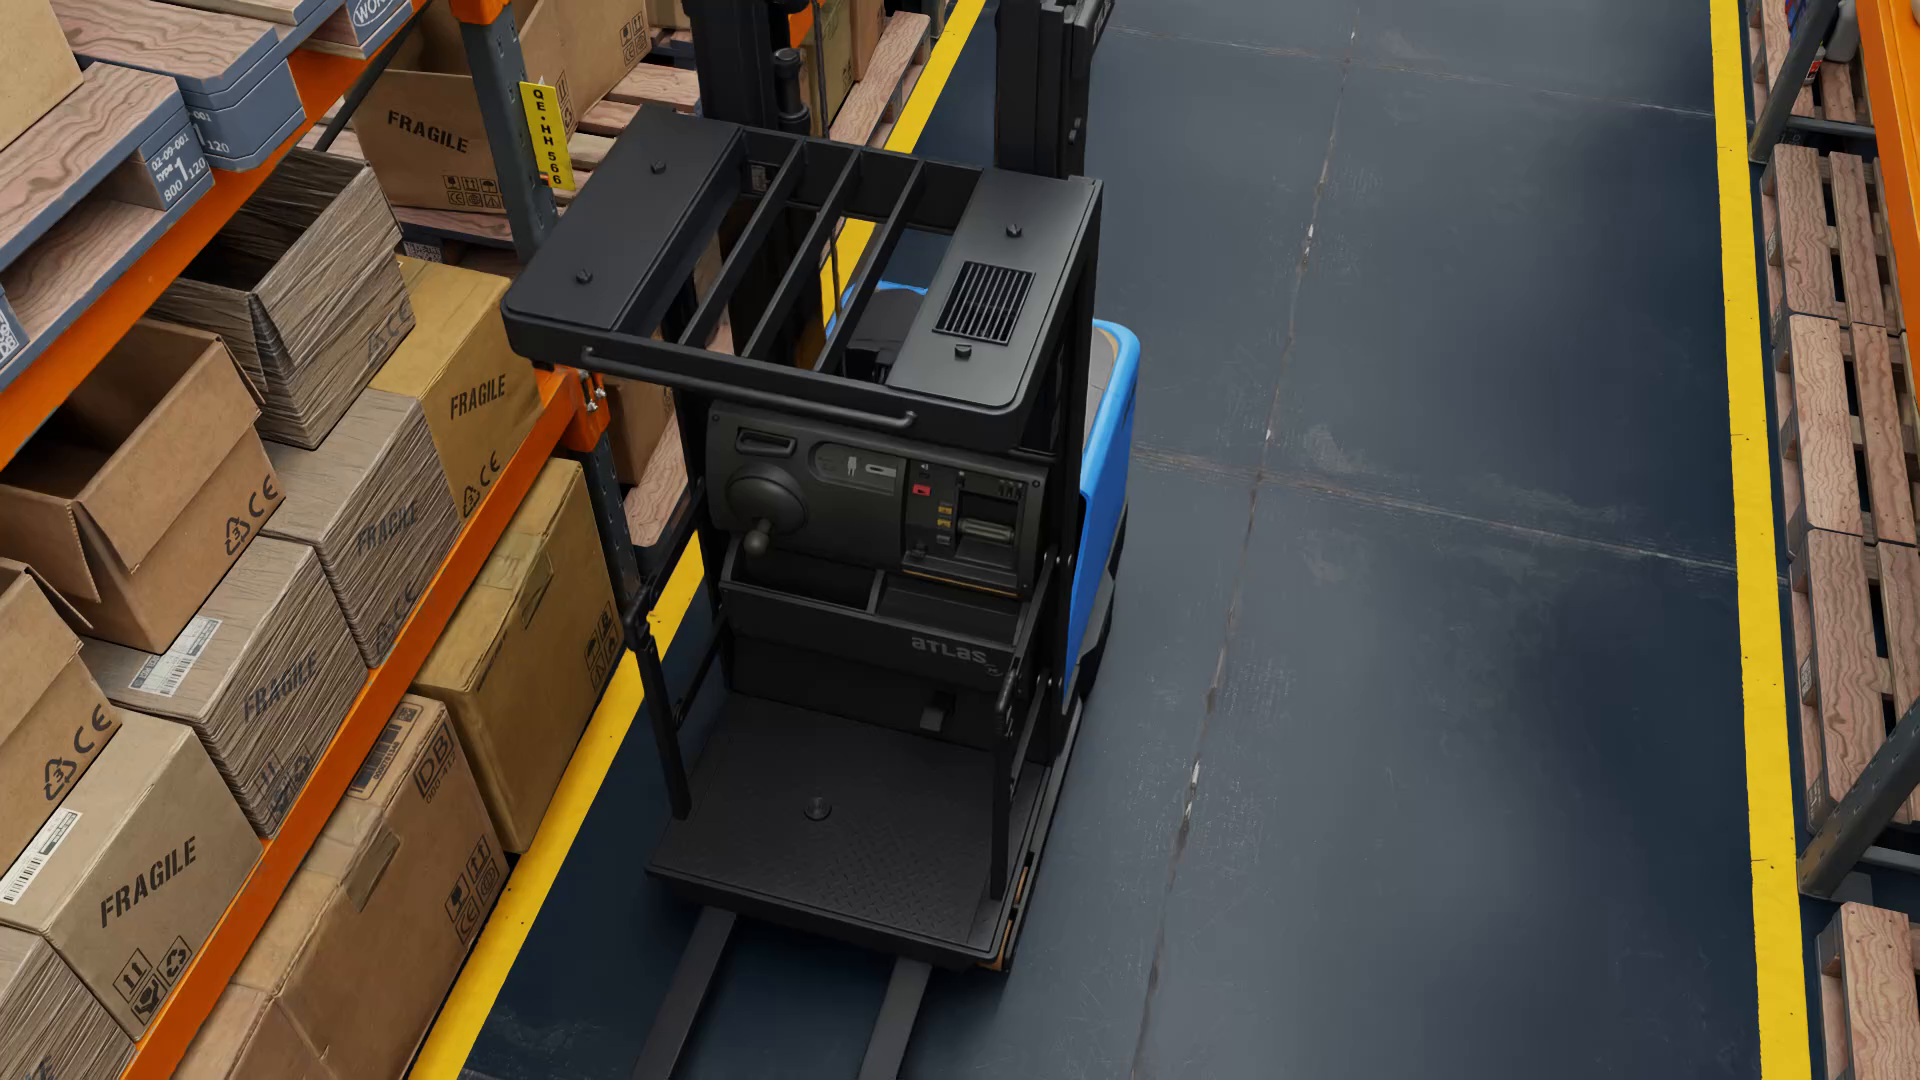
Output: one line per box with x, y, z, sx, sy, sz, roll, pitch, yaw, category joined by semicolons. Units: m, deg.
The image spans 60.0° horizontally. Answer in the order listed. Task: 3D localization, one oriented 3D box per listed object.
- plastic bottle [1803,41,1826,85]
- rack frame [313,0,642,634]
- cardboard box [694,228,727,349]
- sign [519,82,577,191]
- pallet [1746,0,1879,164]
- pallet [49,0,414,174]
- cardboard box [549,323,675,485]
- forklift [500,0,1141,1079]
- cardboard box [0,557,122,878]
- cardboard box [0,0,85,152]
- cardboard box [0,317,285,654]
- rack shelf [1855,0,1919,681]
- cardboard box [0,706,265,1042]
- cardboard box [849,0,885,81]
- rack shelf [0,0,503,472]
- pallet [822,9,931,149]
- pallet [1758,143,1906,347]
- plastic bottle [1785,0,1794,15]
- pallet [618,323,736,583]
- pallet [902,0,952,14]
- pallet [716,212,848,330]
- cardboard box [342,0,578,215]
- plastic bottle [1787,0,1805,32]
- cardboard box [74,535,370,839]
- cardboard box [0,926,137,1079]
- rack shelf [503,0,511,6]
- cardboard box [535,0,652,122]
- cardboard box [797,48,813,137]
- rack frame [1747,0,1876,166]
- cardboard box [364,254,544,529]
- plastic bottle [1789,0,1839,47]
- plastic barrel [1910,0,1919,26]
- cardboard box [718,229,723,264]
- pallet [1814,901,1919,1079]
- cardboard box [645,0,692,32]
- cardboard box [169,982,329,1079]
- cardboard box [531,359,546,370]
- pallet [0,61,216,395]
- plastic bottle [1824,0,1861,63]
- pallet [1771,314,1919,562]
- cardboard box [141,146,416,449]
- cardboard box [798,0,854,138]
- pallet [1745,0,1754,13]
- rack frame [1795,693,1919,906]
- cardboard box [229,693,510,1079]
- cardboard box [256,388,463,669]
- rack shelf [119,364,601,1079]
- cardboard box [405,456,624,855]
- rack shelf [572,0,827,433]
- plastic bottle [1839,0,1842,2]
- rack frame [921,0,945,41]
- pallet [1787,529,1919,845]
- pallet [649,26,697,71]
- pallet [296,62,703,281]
3.996;-2.253;7.810;0.097;0.201;0.097;0;49;0;plastic bottle
-1.630;-0.793;4.949;1.000;3.000;0.127;12;50;10;rack frame
-1.340;-1.004;6.509;0.700;0.500;0.500;8;49;7;cardboard box
-1.094;-1.069;4.421;0.100;0.325;0.005;12;50;10;sign
4.418;-2.264;8.107;1.003;0.211;1.213;12;50;10;pallet
-1.749;-1.247;3.475;1.213;0.211;1.003;14;50;12;pallet
-1.473;-0.600;6.153;0.700;0.500;0.500;9;49;8;cardboard box
-0.291;0.005;4.291;1.130;2.935;3.031;12;50;11;forklift
-2.183;0.325;3.227;0.797;0.503;0.637;13;50;11;cardboard box
-1.864;-0.861;2.662;0.500;0.500;0.500;14;50;12;cardboard box
-2.013;-0.162;3.656;0.797;0.503;0.637;13;50;11;cardboard box
3.674;-1.024;5.633;1.077;0.370;4.000;12;50;10;rack shelf
-1.926;0.683;3.580;0.500;0.500;0.500;12;50;11;cardboard box
-0.760;-2.565;7.887;0.700;0.500;0.500;8;49;7;cardboard box
-2.157;-0.101;2.818;1.077;0.370;4.000;12;50;10;rack shelf
-0.781;-2.200;8.051;1.003;0.211;1.213;12;50;10;pallet
4.031;-1.211;7.178;1.003;0.211;1.213;12;50;10;pallet
4.145;-2.743;8.189;0.061;0.283;0.133;15;50;13;plastic bottle
-1.423;-0.435;6.493;1.003;0.211;1.213;12;50;10;pallet
-0.435;-3.257;8.983;1.003;0.211;1.213;12;50;10;pallet
-1.100;-1.315;7.270;1.003;0.211;1.213;12;50;10;pallet
-1.527;-1.364;5.106;0.500;0.500;0.500;6;49;5;cardboard box
4.143;-2.640;8.052;0.144;0.351;0.185;9;49;8;plastic bottle
-1.792;0.315;3.904;0.500;0.500;0.500;10;49;9;cardboard box
-2.057;1.058;3.249;0.500;0.500;0.500;11;49;9;cardboard box
-1.104;-2.994;5.371;1.077;0.370;4.000;12;50;10;rack shelf
-1.476;-1.787;5.480;0.700;0.500;0.500;18;51;16;cardboard box
-1.051;-1.819;7.229;0.700;0.500;0.500;8;49;7;cardboard box
4.201;-2.709;6.640;1.000;3.000;0.127;12;50;10;rack frame
-1.521;-0.420;4.554;0.500;0.500;0.500;13;50;11;cardboard box
4.092;-2.501;7.930;0.144;0.351;0.185;10;49;9;plastic bottle
3.737;-2.105;6.017;0.433;0.535;0.433;0;49;0;plastic barrel
-1.197;-1.415;6.872;0.700;0.500;0.500;15;50;13;cardboard box
2.981;1.685;4.622;1.003;0.211;1.213;12;50;10;pallet
-0.967;-2.049;5.878;0.500;0.250;0.500;10;49;9;cardboard box
-2.300;1.551;4.018;1.225;0.875;0.875;10;49;9;cardboard box
-1.483;-0.850;5.873;0.500;0.250;0.500;13;50;12;cardboard box
-2.040;-0.438;2.761;1.003;0.211;1.213;14;50;12;pallet
4.231;-2.472;7.905;0.144;0.351;0.185;12;50;10;plastic bottle
3.712;-0.325;6.396;1.003;0.211;1.213;12;50;10;pallet
-1.838;-0.633;4.072;0.797;0.503;0.637;13;50;11;cardboard box
-0.904;-2.224;7.586;0.700;0.500;0.500;11;50;10;cardboard box
4.737;-3.149;8.889;1.003;0.211;1.213;12;50;10;pallet
3.148;0.184;4.087;1.000;3.000;0.127;12;50;10;rack frame
-2.074;0.909;4.584;1.225;0.875;0.875;12;50;10;cardboard box
-1.658;-0.061;4.236;0.500;0.500;0.500;11;50;10;cardboard box
-2.157;0.891;3.942;1.077;0.370;4.000;12;50;10;rack shelf
-1.832;0.266;5.152;1.225;0.875;0.875;9;49;8;cardboard box
-1.104;-2.002;6.496;1.077;0.370;4.000;12;50;10;rack shelf
4.292;-2.604;8.071;0.152;0.276;0.135;12;50;10;plastic bottle
-0.578;-3.686;7.503;1.000;3.000;0.127;12;50;10;rack frame
3.389;0.554;5.620;1.003;0.211;1.213;12;50;10;pallet
-1.149;-2.170;6.292;1.003;0.211;1.213;12;50;10;pallet
-1.546;-1.266;5.495;1.213;0.211;1.003;12;50;10;pallet
